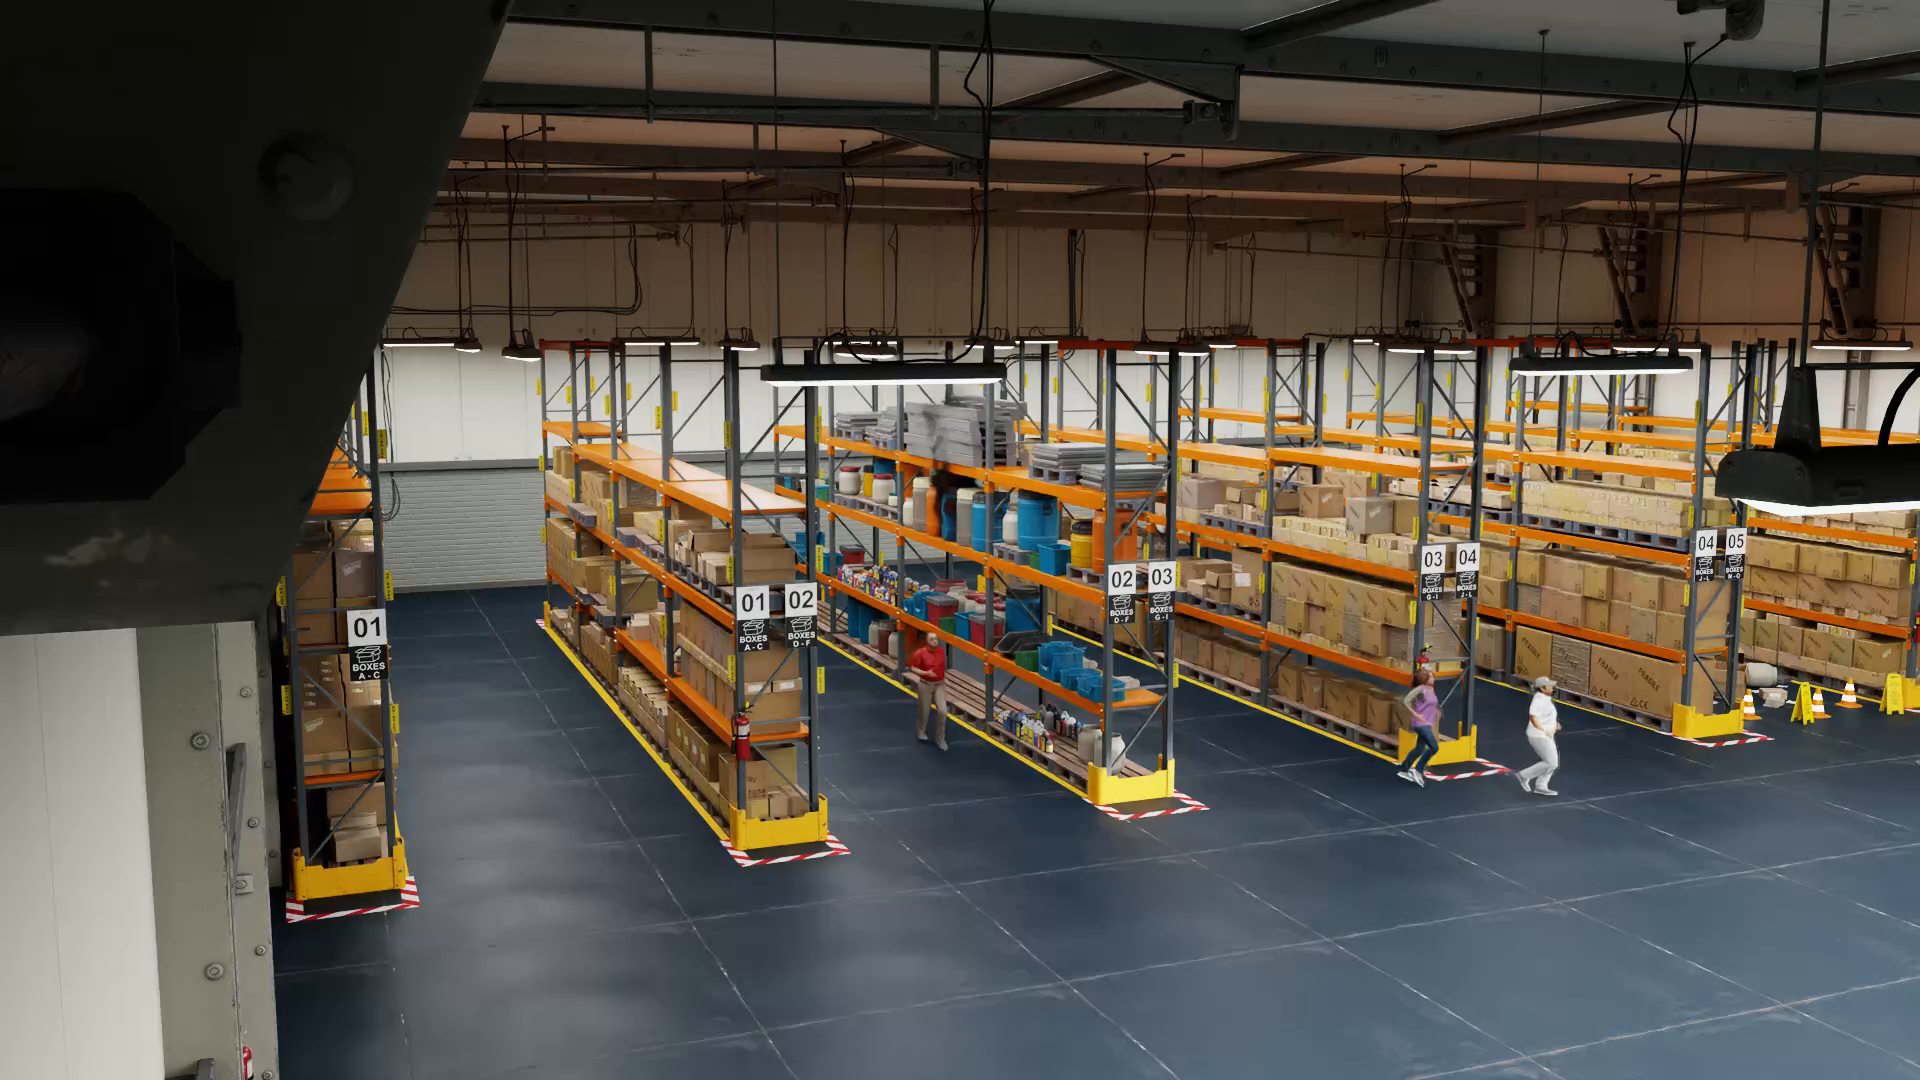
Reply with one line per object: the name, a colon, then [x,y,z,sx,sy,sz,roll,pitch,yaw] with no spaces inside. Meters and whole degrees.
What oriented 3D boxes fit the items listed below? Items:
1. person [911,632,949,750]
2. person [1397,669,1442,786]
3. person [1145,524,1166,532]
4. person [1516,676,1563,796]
person: [-0.452,2.258,24.955,0.640,1.799,0.801,-3,8,-21]
person: [6.379,2.575,22.952,0.574,1.606,0.565,6,9,37]
person: [4.864,0.099,41.349,0.680,1.825,0.769,-5,9,-35]
person: [7.800,2.629,22.358,0.560,1.624,0.632,3,8,21]
